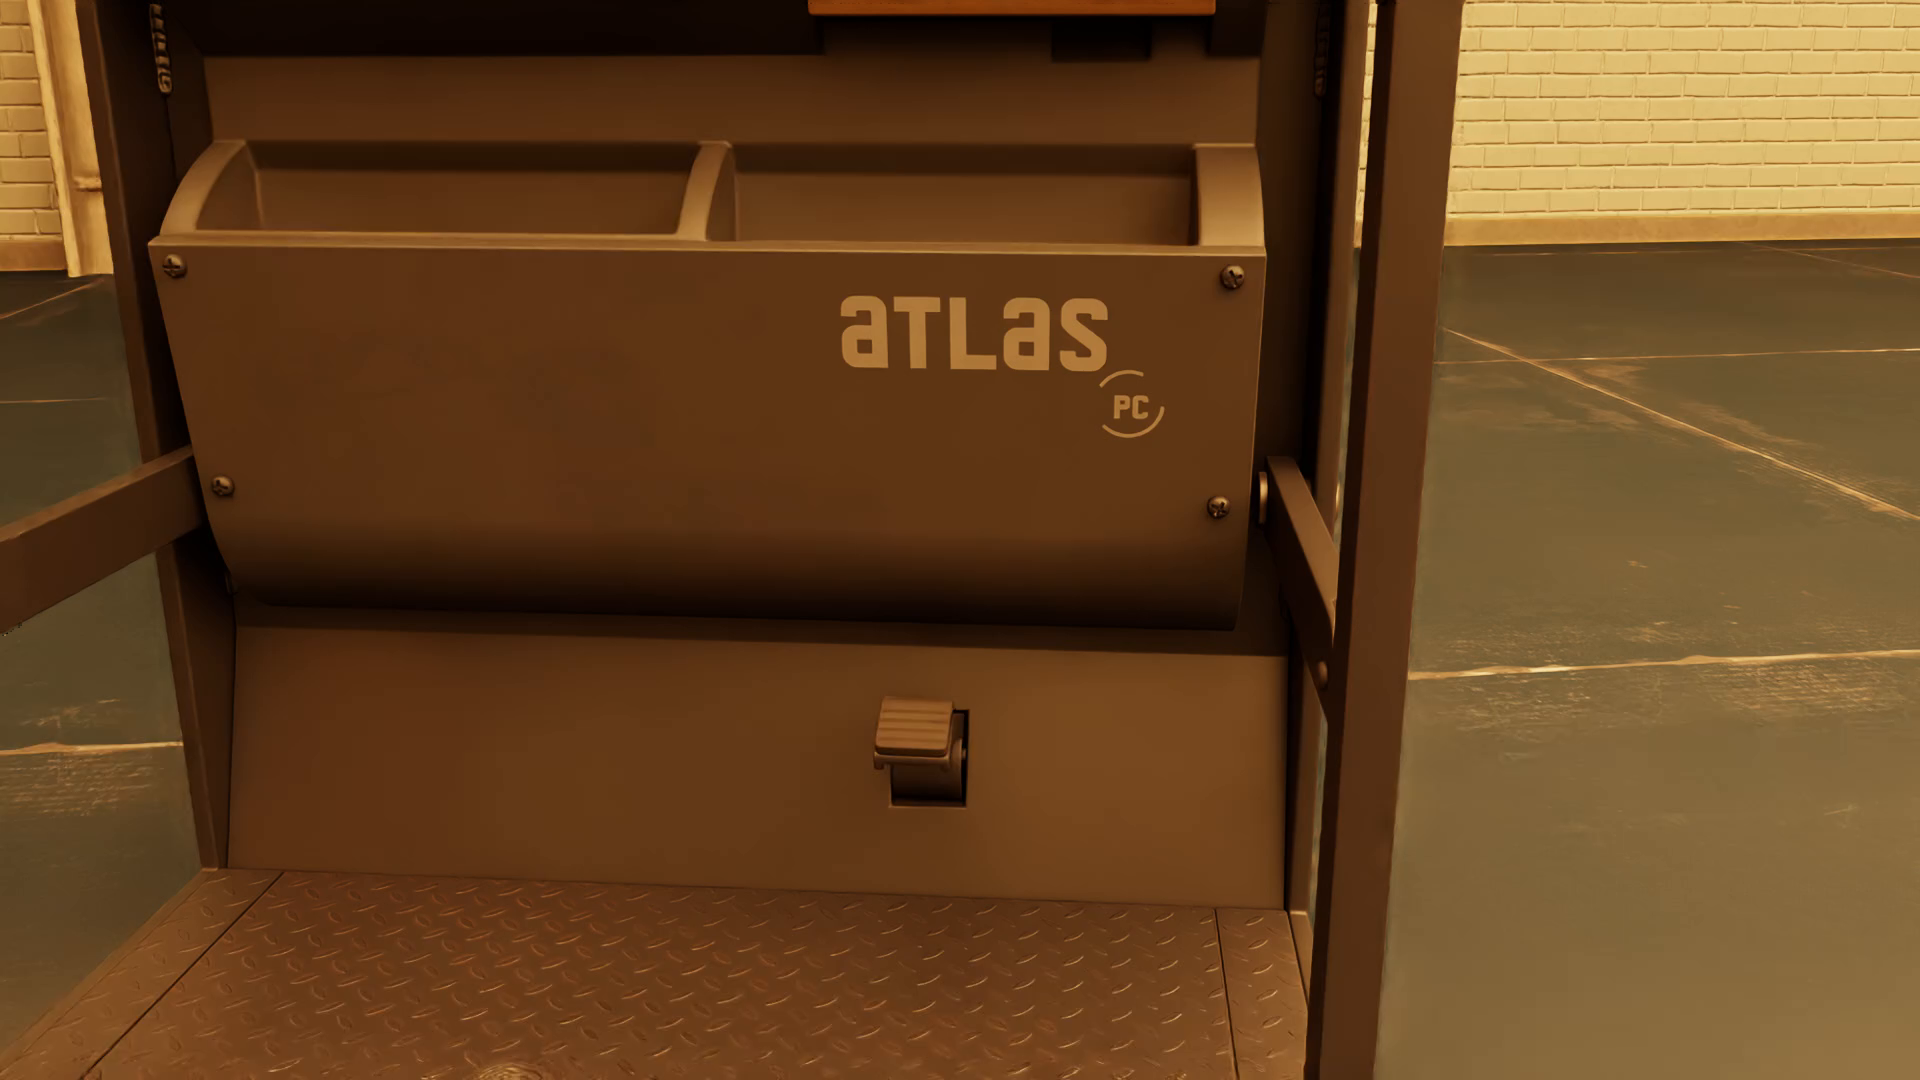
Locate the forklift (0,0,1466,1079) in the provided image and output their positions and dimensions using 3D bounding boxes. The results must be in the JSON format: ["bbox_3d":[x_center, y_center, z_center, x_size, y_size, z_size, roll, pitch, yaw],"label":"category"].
[{"bbox_3d":[-0.228,-0.664,1.090,1.130,2.935,3.031,1,17,4],"label":"forklift"}]
